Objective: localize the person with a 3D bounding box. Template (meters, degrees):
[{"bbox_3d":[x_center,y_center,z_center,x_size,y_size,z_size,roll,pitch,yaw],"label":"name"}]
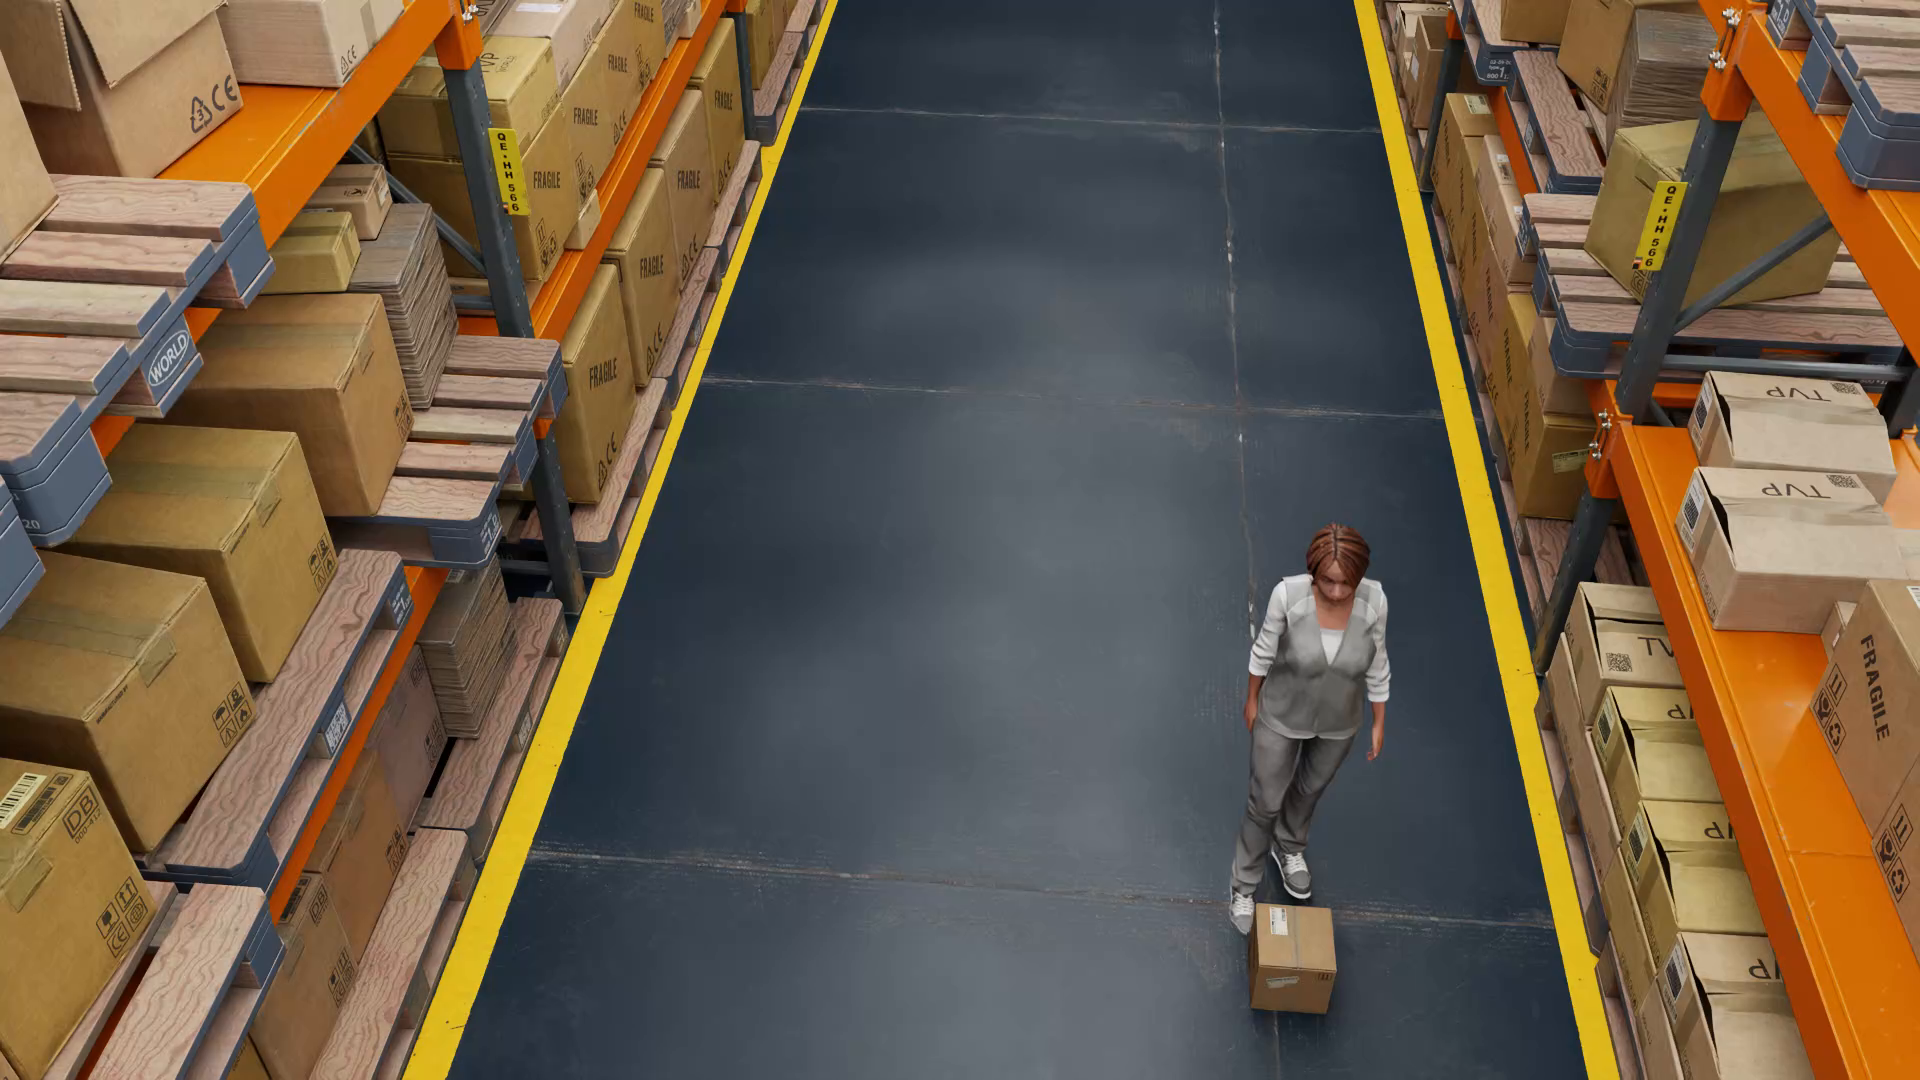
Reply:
[{"bbox_3d":[1.164,0.637,5.431,0.446,1.622,0.464,-1,41,-1],"label":"person"}]
